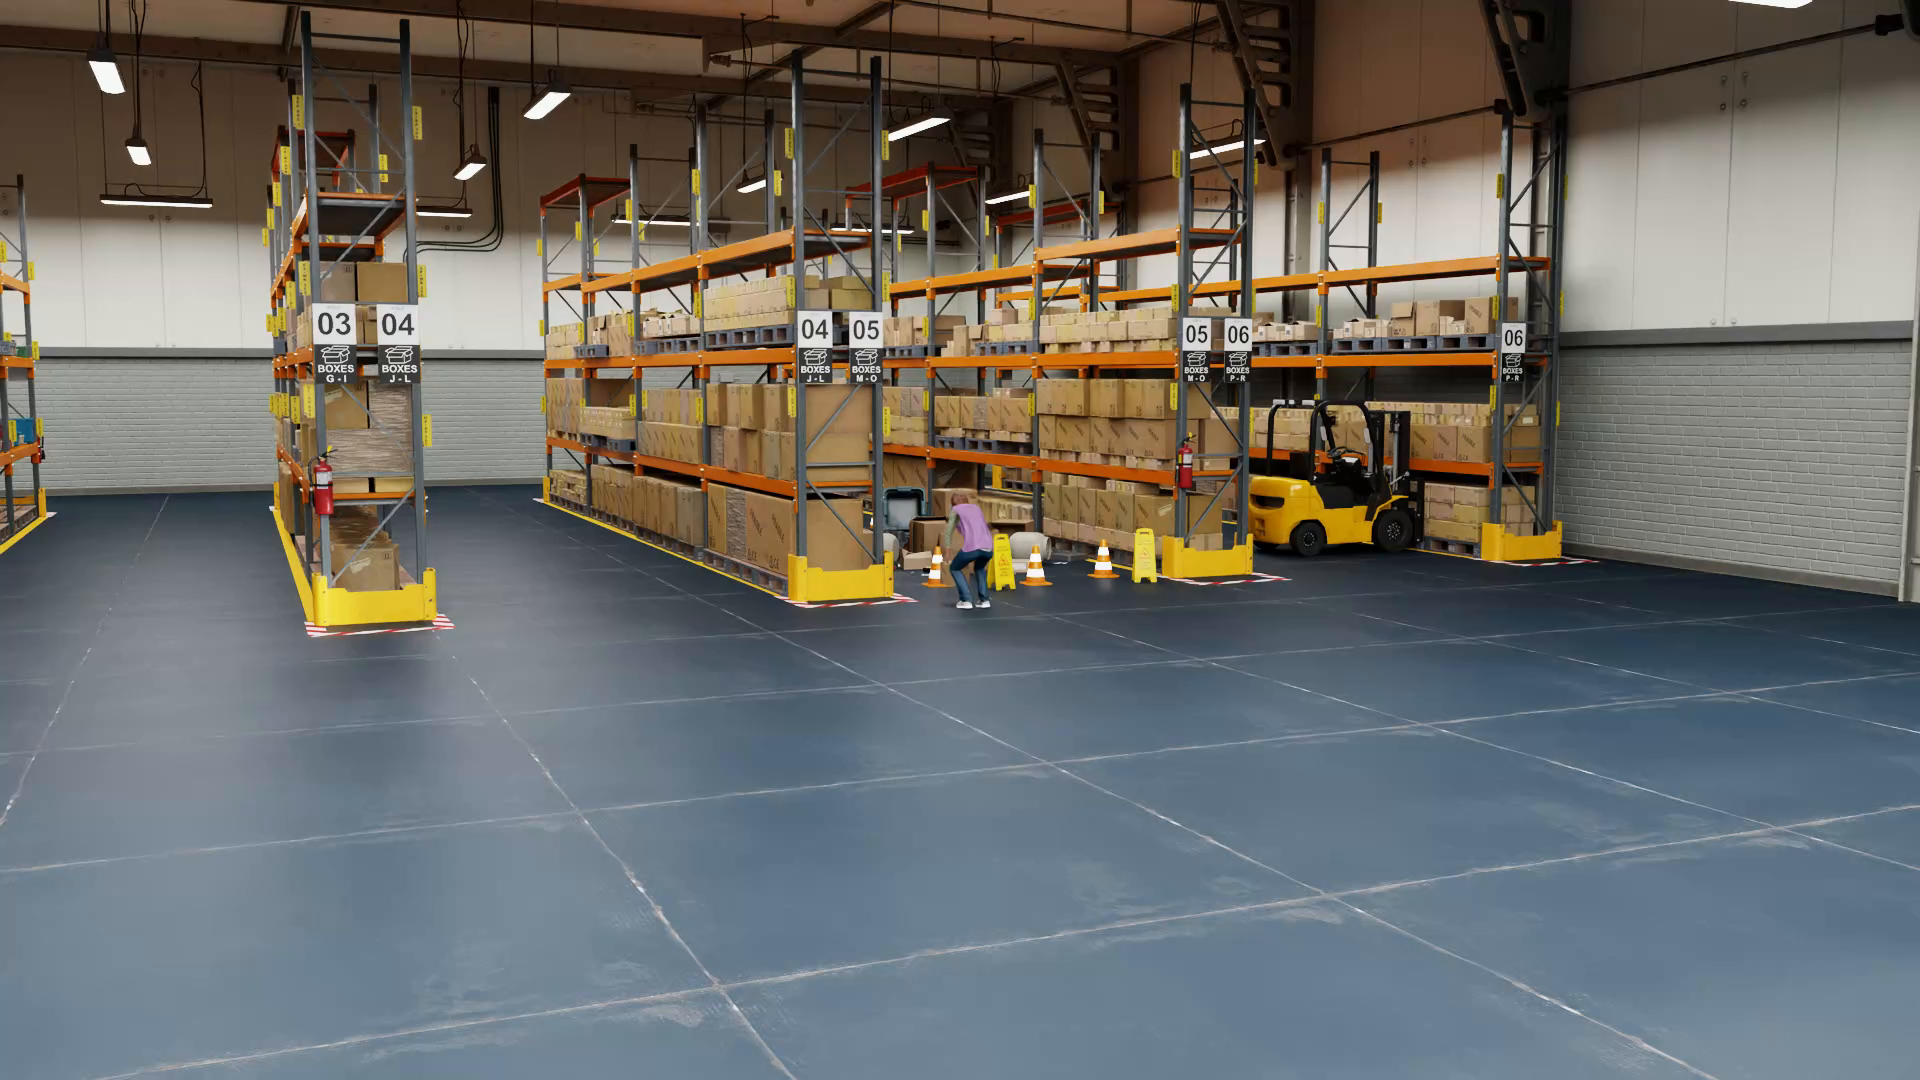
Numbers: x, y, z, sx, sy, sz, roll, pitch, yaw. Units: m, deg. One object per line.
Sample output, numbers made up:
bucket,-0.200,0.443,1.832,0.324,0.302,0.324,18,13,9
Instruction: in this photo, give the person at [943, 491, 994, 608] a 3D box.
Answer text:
person,0.087,0.113,17.896,0.463,1.244,0.685,-2,6,-24
